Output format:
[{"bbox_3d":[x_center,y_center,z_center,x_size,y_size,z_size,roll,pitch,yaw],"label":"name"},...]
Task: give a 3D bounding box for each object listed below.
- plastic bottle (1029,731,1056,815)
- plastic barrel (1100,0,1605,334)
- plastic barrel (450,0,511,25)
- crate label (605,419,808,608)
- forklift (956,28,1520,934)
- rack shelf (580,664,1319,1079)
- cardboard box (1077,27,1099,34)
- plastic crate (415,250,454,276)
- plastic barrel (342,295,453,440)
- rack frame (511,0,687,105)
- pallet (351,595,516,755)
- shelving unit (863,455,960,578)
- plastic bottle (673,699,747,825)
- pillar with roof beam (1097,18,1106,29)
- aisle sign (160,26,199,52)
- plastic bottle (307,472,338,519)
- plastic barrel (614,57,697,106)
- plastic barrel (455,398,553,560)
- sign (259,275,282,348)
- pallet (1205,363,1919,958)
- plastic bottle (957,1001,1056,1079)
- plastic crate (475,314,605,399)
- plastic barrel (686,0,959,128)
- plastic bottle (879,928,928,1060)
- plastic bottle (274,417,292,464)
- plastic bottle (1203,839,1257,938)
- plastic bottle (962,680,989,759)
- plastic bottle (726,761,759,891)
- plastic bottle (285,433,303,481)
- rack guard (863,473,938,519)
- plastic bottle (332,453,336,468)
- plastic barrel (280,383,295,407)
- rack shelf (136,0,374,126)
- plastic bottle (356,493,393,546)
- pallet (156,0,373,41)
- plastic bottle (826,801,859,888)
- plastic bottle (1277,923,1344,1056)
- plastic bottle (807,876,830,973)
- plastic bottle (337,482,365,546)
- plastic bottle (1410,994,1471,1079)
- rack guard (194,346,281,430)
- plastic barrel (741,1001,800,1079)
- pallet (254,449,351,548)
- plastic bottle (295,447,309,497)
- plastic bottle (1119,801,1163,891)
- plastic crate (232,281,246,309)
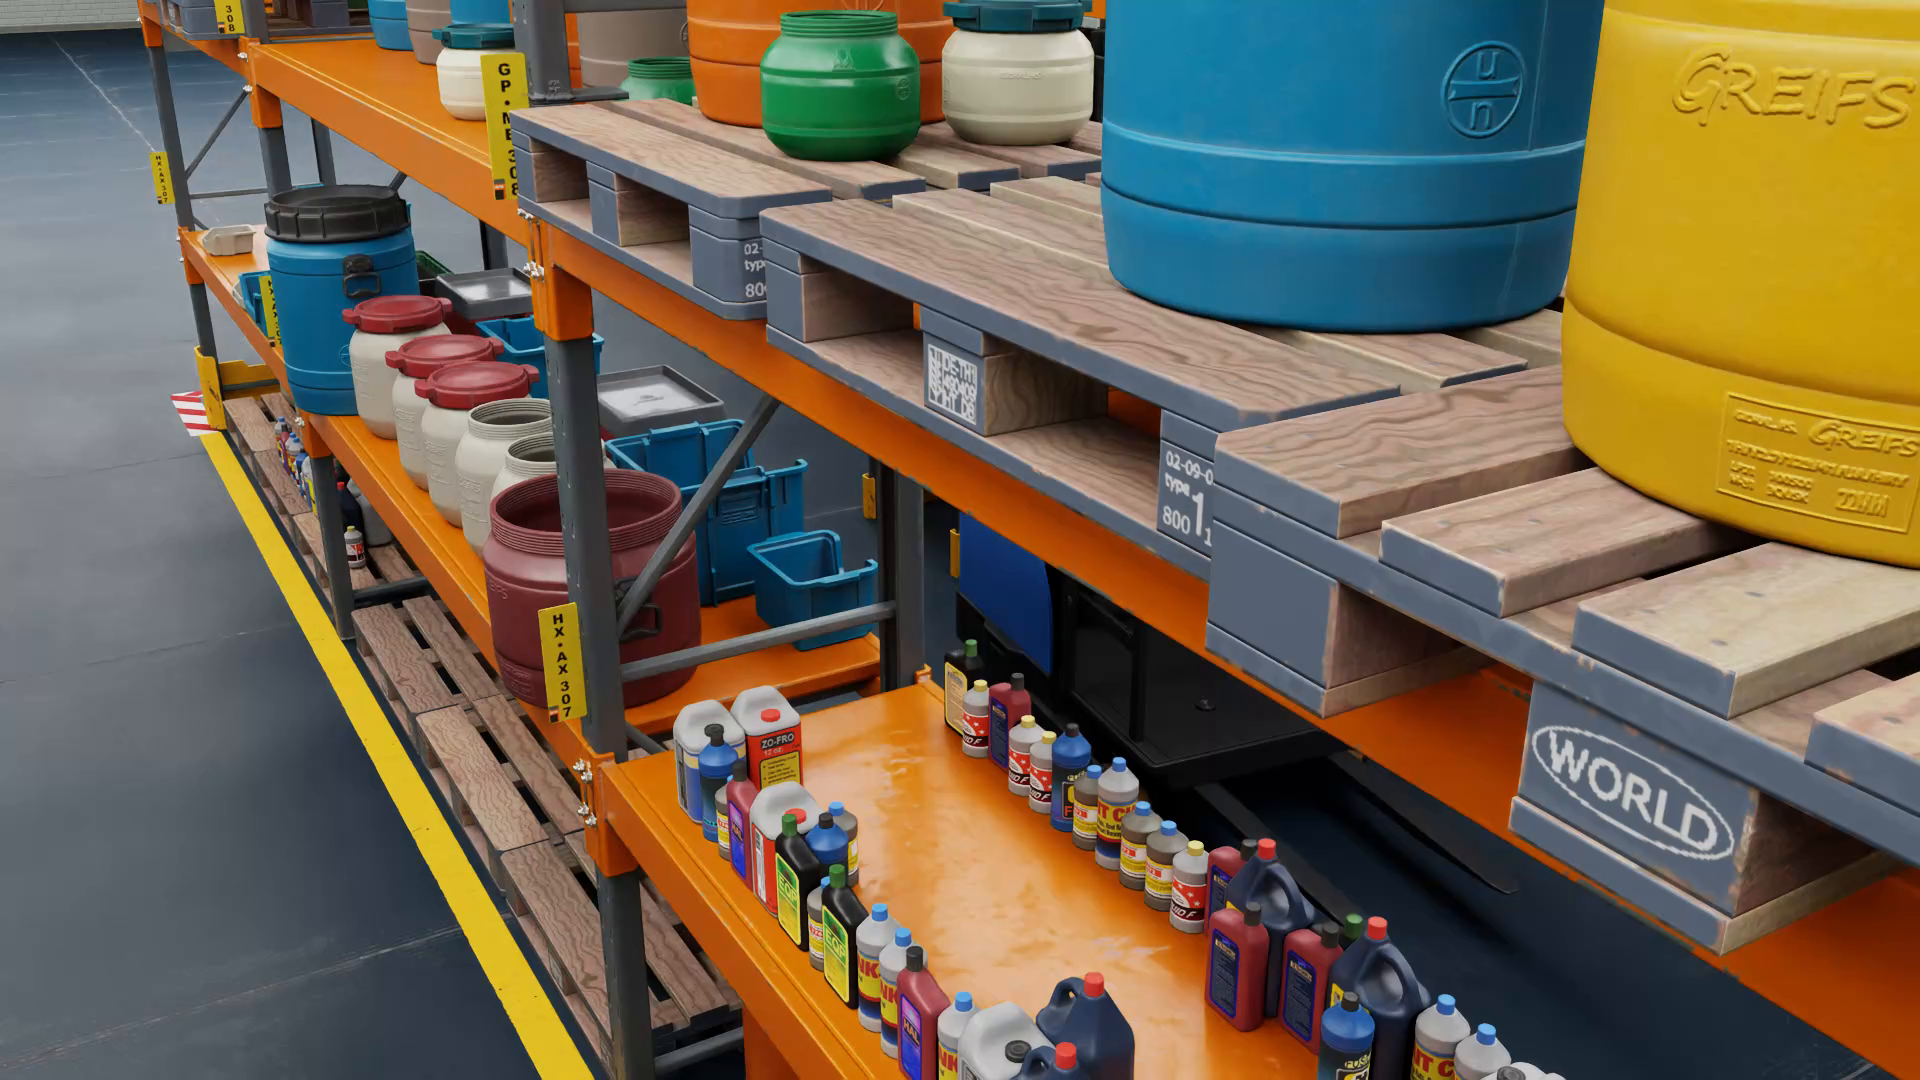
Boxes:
[{"bbox_3d":[0.222,0.577,4.173,0.097,0.201,0.097,0,22,0],"label":"plastic bottle"},{"bbox_3d":[0.478,-0.756,1.980,0.600,0.901,0.708,-13,25,-28],"label":"plastic barrel"},{"bbox_3d":[-1.491,-2.082,5.800,0.600,0.901,0.708,-13,25,-28],"label":"plastic barrel"},{"bbox_3d":[-0.837,-0.101,5.530,0.502,0.435,0.616,-13,25,-28],"label":"crate label"},{"bbox_3d":[1.030,-0.416,6.441,1.130,2.935,3.031,-9,24,-22],"label":"forklift"},{"bbox_3d":[0.459,1.269,3.160,1.077,0.370,4.000,-13,25,-28],"label":"rack shelf"},{"bbox_3d":[0.654,-3.235,11.431,0.700,0.500,0.500,-13,25,-28],"label":"cardboard box"},{"bbox_3d":[-3.056,-1.402,9.058,0.450,0.188,0.662,-13,25,-28],"label":"plastic crate"},{"bbox_3d":[-2.305,-0.717,6.912,0.433,0.535,0.433,0,22,0],"label":"plastic barrel"},{"bbox_3d":[-0.562,-2.490,3.488,1.000,3.000,0.127,-13,25,-28],"label":"rack frame"},{"bbox_3d":[-2.171,0.532,7.721,1.003,0.211,1.213,-13,25,-28],"label":"pallet"},{"bbox_3d":[-0.039,-0.719,9.090,0.587,1.500,1.083,-13,25,-28],"label":"shelving unit"},{"bbox_3d":[-0.619,0.548,4.143,0.152,0.276,0.135,-13,25,-28],"label":"plastic bottle"},{"bbox_3d":[-1.796,-8.040,17.141,9.100,9.000,0.400,-13,25,-28],"label":"pillar with roof beam"},{"bbox_3d":[-4.937,-3.472,10.418,0.394,0.787,0.004,-13,25,-28],"label":"aisle sign"},{"bbox_3d":[-3.445,-0.302,9.006,0.144,0.351,0.185,-13,25,-29],"label":"plastic bottle"},{"bbox_3d":[-0.732,-1.099,4.254,0.294,0.245,0.294,0,22,0],"label":"plastic barrel"},{"bbox_3d":[-1.486,-0.191,5.650,0.421,0.512,0.421,0,22,0],"label":"plastic barrel"},{"bbox_3d":[-3.084,-1.032,7.500,0.100,0.325,0.005,-13,25,-28],"label":"sign"},{"bbox_3d":[0.997,0.047,1.481,1.213,0.211,1.003,-13,25,-28],"label":"pallet"},{"bbox_3d":[0.089,0.997,3.039,0.152,0.276,0.135,-13,25,-28],"label":"plastic bottle"},{"bbox_3d":[-1.775,-0.701,7.075,0.392,0.384,0.575,-13,25,-28],"label":"plastic crate"},{"bbox_3d":[-0.275,-1.310,3.439,0.600,0.830,0.708,-13,25,-28],"label":"plastic barrel"},{"bbox_3d":[-0.111,0.893,3.303,0.097,0.271,0.097,0,22,0],"label":"plastic bottle"},{"bbox_3d":[-3.990,-0.594,9.828,0.097,0.271,0.097,0,22,0],"label":"plastic bottle"},{"bbox_3d":[0.595,0.762,3.609,0.061,0.283,0.133,-13,25,-28],"label":"plastic bottle"},{"bbox_3d":[0.054,0.471,4.434,0.097,0.201,0.097,0,22,0],"label":"plastic bottle"},{"bbox_3d":[-0.490,0.660,3.859,0.061,0.283,0.133,-13,25,-28],"label":"plastic bottle"},{"bbox_3d":[-3.815,-0.483,9.555,0.097,0.271,0.097,0,22,0],"label":"plastic bottle"},{"bbox_3d":[-0.293,-0.302,9.722,0.587,0.250,0.087,-13,25,-28],"label":"rack guard"},{"bbox_3d":[-3.434,-0.345,9.201,0.061,0.283,0.133,-13,25,-28],"label":"plastic bottle"},{"bbox_3d":[-4.247,-1.145,10.890,0.421,0.512,0.421,0,22,0],"label":"plastic barrel"},{"bbox_3d":[-3.627,-2.710,8.967,1.077,0.370,4.000,-13,25,-28],"label":"rack shelf"},{"bbox_3d":[-3.058,-0.164,8.664,0.144,0.351,0.185,-13,25,-28],"label":"plastic bottle"},{"bbox_3d":[-3.058,-2.523,7.802,1.213,0.211,1.003,-13,25,-28],"label":"pallet"},{"bbox_3d":[-0.285,0.703,3.863,0.097,0.201,0.097,0,22,0],"label":"plastic bottle"},{"bbox_3d":[0.705,0.876,3.327,0.061,0.283,0.133,-13,25,-28],"label":"plastic bottle"},{"bbox_3d":[-0.279,0.819,3.577,0.097,0.201,0.097,0,22,0],"label":"plastic bottle"},{"bbox_3d":[-3.182,-0.136,8.596,0.144,0.351,0.185,-13,26,-30],"label":"plastic bottle"},{"bbox_3d":[0.895,0.971,3.110,0.097,0.271,0.097,0,22,0],"label":"plastic bottle"},{"bbox_3d":[-4.569,-1.127,11.421,1.175,0.500,0.348,-13,25,-28],"label":"rack guard"},{"bbox_3d":[-0.298,1.255,4.566,0.600,0.830,0.708,-13,25,-28],"label":"plastic barrel"},{"bbox_3d":[-3.540,-0.335,9.856,1.003,0.211,1.213,-13,25,-28],"label":"pallet"},{"bbox_3d":[-3.661,-0.385,9.314,0.097,0.271,0.097,0,22,0],"label":"plastic bottle"},{"bbox_3d":[0.421,0.703,3.863,0.097,0.201,0.097,0,22,0],"label":"plastic bottle"},{"bbox_3d":[-3.653,-1.361,9.026,0.530,0.136,0.437,-13,25,-28],"label":"plastic crate"}]
